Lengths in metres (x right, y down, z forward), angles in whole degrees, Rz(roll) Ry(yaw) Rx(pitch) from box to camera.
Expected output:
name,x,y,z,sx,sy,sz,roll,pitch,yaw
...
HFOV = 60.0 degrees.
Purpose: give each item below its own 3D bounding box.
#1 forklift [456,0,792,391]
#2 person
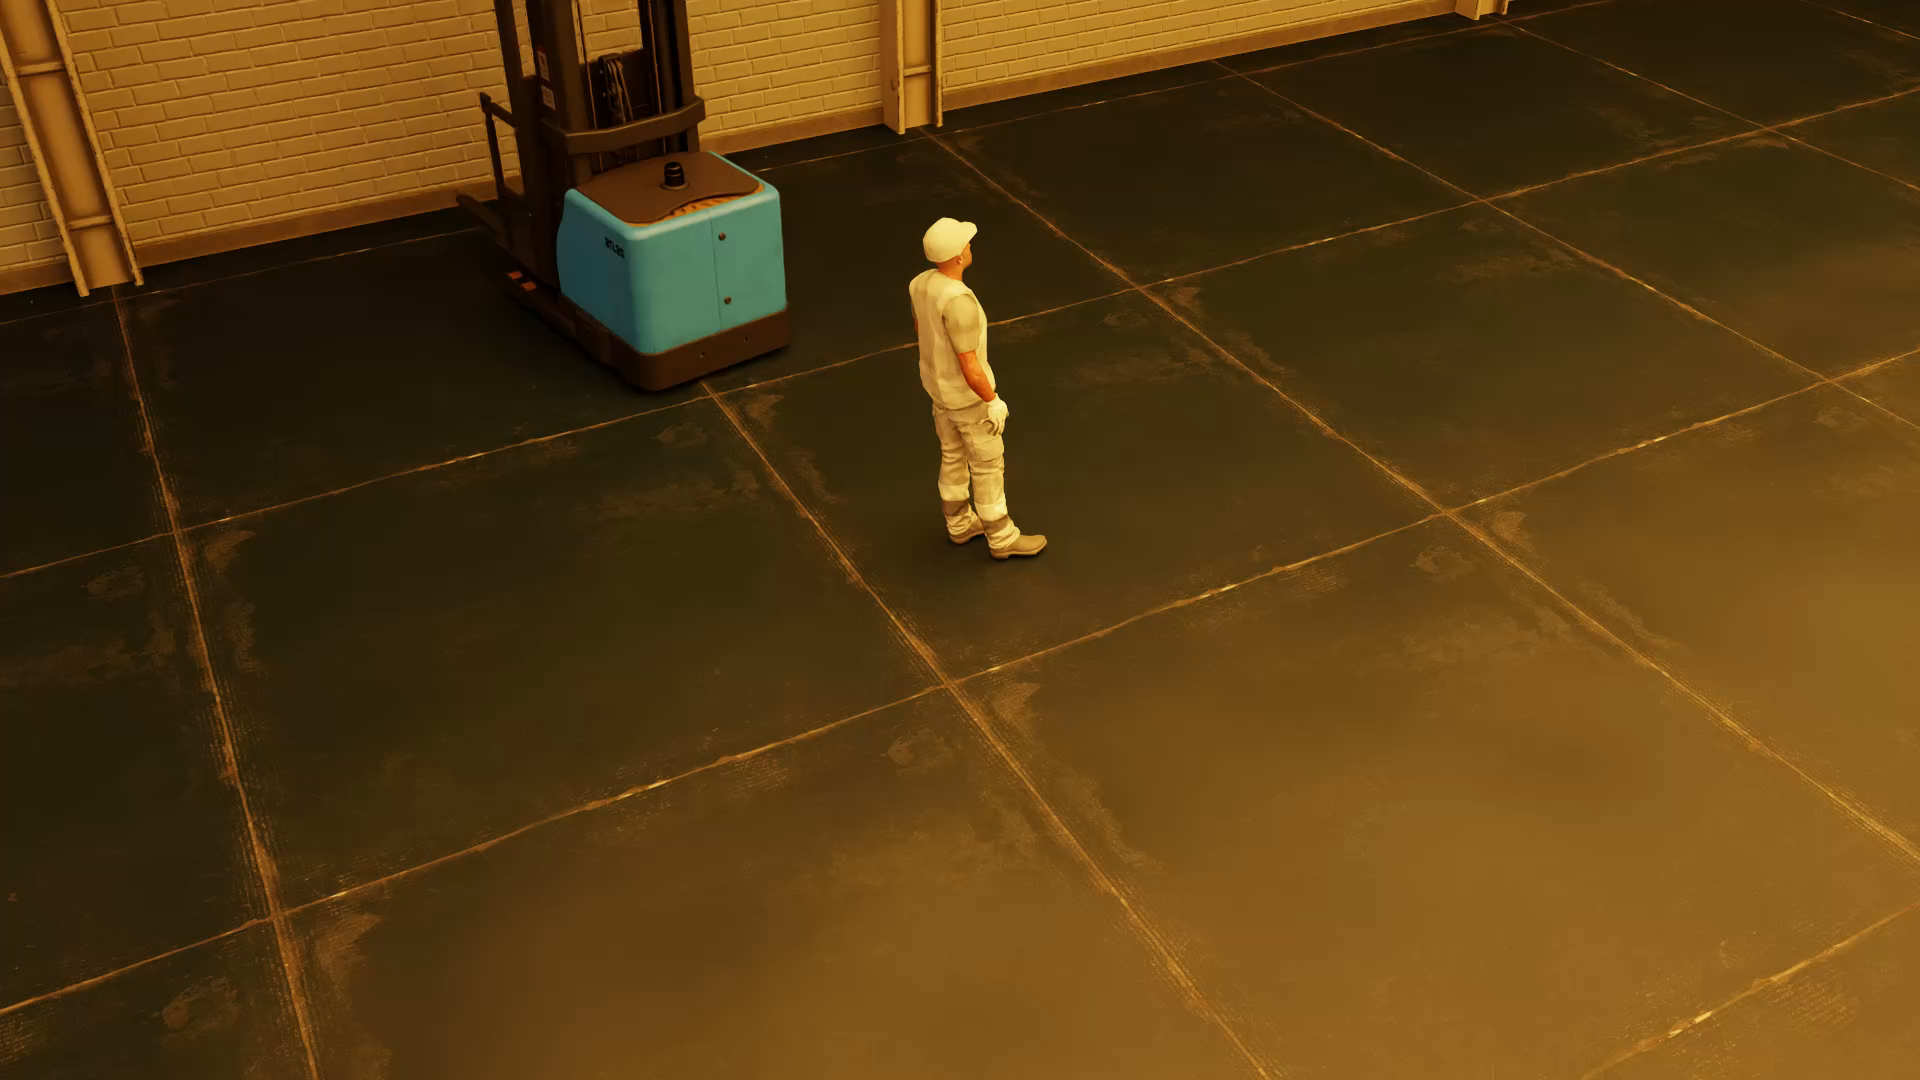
name,x,y,z,sx,sy,sz,roll,pitch,yaw
forklift,-2.348,-2.863,10.173,1.130,2.935,3.031,-25,42,-30
person,0.078,-0.753,8.164,0.560,1.790,0.637,-17,39,-23
